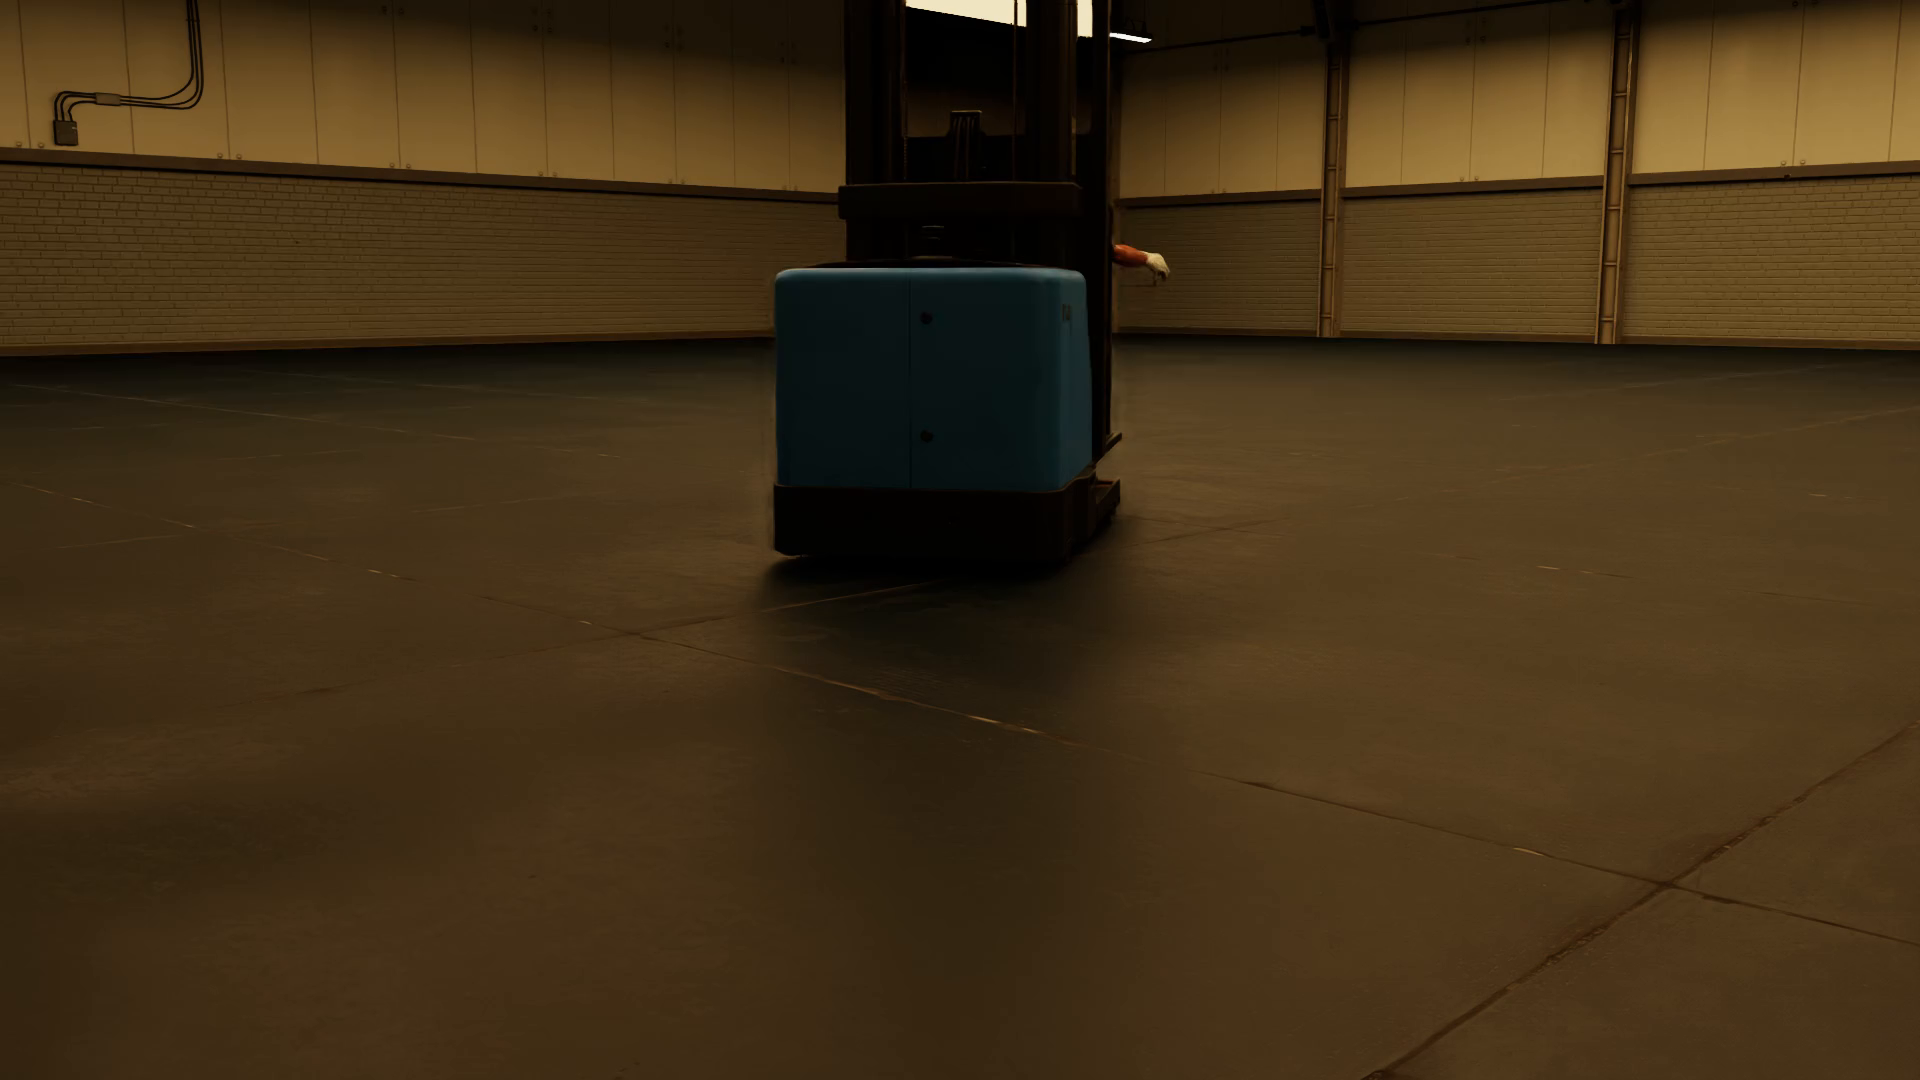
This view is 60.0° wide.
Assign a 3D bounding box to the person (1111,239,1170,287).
[{"bbox_3d":[0.546,-1.031,8.194,1.073,1.504,0.731,-2,9,-11],"label":"person"}]

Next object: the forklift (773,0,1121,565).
[{"bbox_3d":[0.115,-1.539,7.092,1.130,2.935,3.031,2,9,11],"label":"forklift"}]
